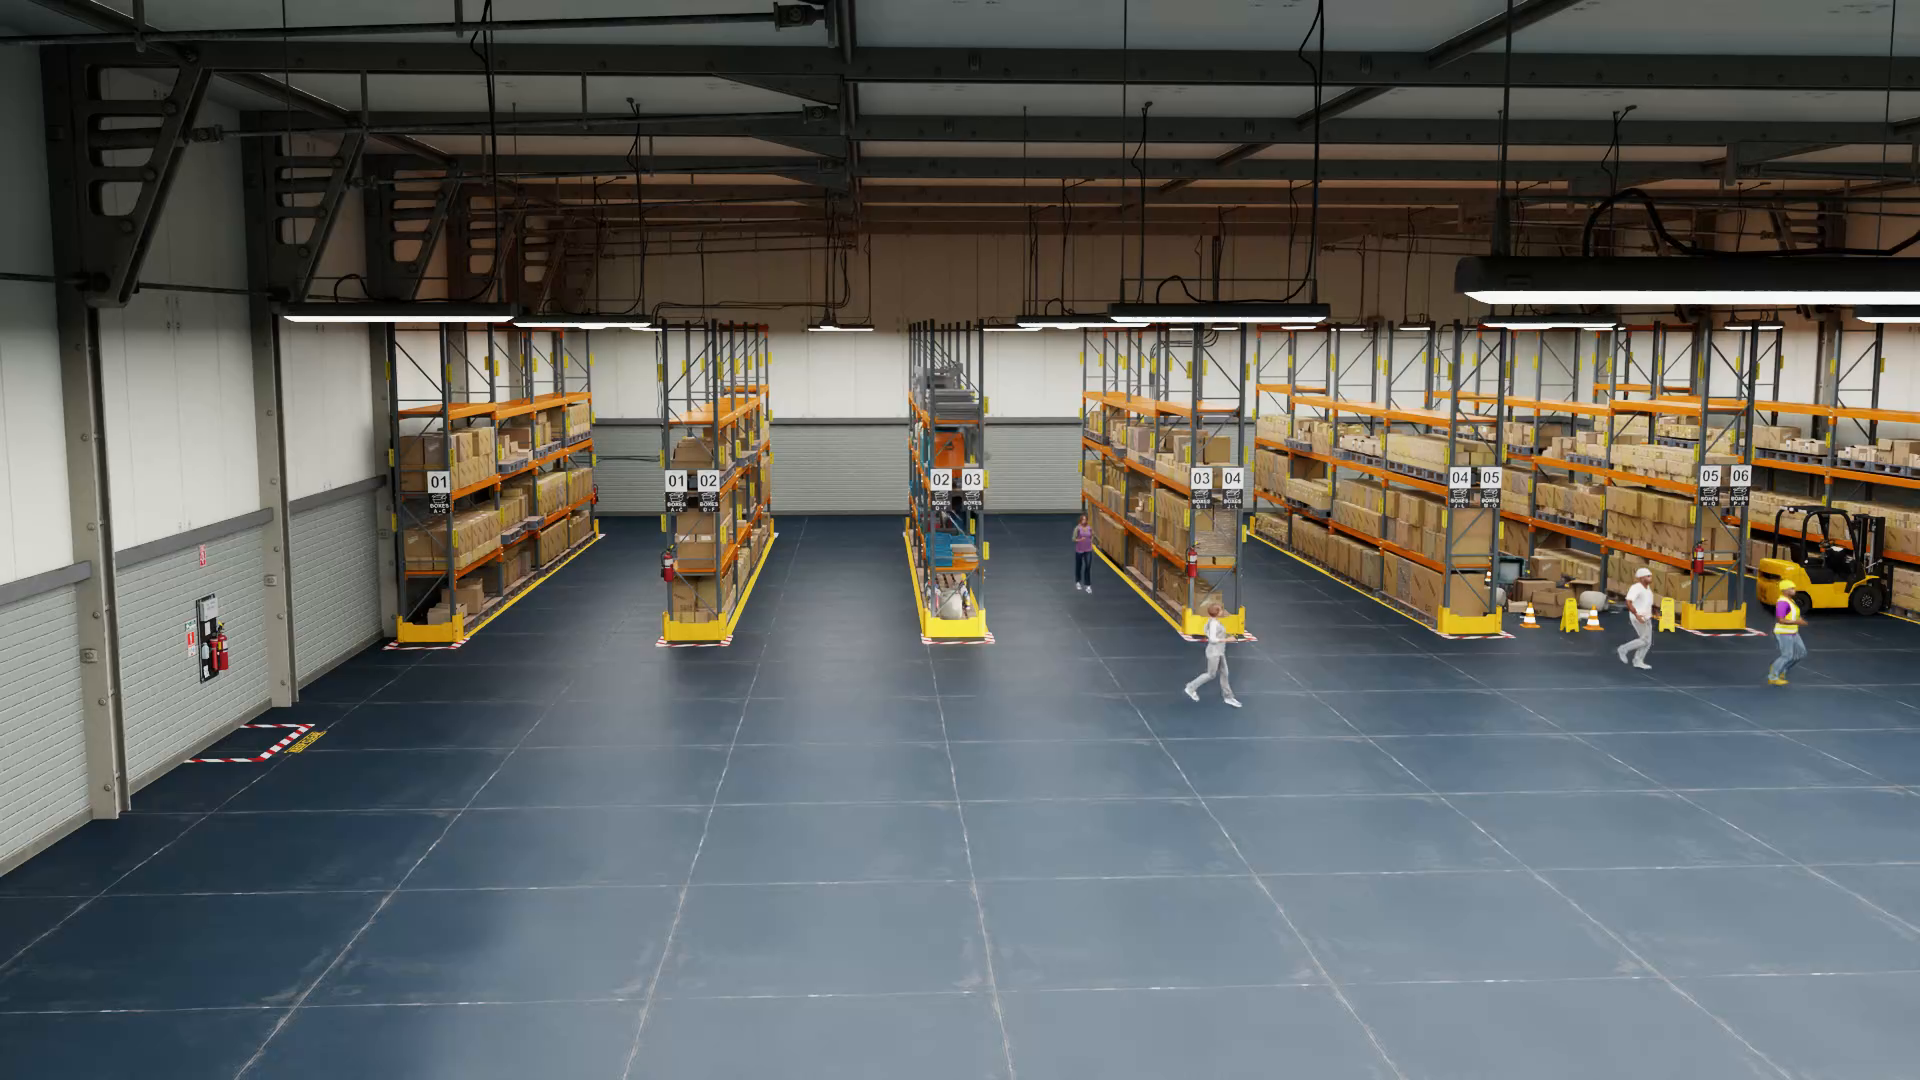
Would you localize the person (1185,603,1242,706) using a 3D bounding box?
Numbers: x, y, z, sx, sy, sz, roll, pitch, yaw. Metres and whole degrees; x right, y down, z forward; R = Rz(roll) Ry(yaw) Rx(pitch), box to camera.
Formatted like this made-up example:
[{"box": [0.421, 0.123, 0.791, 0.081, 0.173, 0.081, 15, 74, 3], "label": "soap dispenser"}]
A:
[{"box": [3.907, 1.760, 25.571, 0.877, 1.596, 0.536, 2, 7, 17], "label": "person"}]

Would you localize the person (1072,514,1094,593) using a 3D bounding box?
[{"box": [2.614, 0.270, 35.170, 0.532, 1.621, 0.744, -1, 7, -11], "label": "person"}]

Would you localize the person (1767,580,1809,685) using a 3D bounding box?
[{"box": [13.514, 1.520, 27.059, 0.621, 1.746, 0.681, 6, 9, 41], "label": "person"}]

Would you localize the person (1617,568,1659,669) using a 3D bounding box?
[{"box": [11.687, 1.337, 28.656, 0.577, 1.737, 0.719, 6, 9, 40], "label": "person"}]
